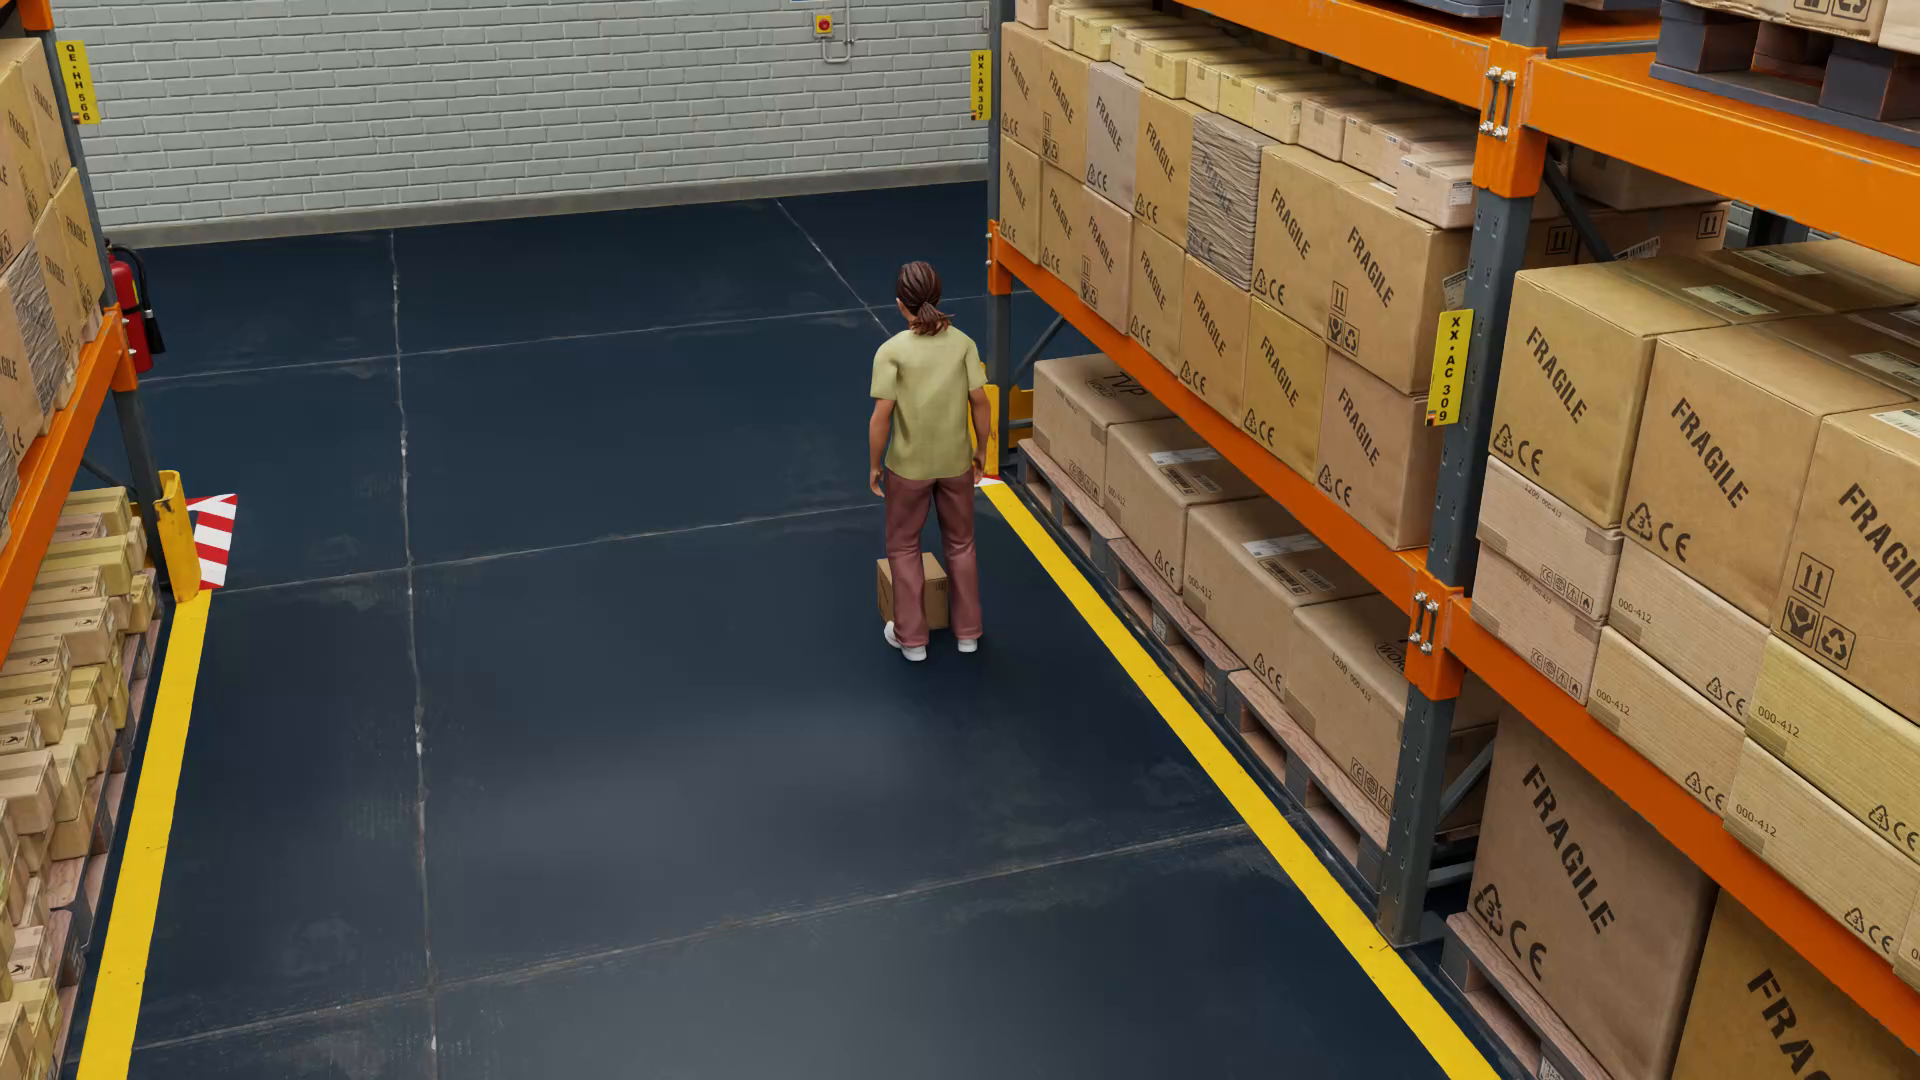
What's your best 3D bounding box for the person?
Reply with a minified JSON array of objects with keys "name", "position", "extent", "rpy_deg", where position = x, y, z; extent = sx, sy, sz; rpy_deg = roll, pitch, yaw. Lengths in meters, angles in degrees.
[{"name":"person","position":[-0.131,-0.299,6.717],"extent":[0.502,1.673,0.352],"rpy_deg":[-8,27,-15]}]
